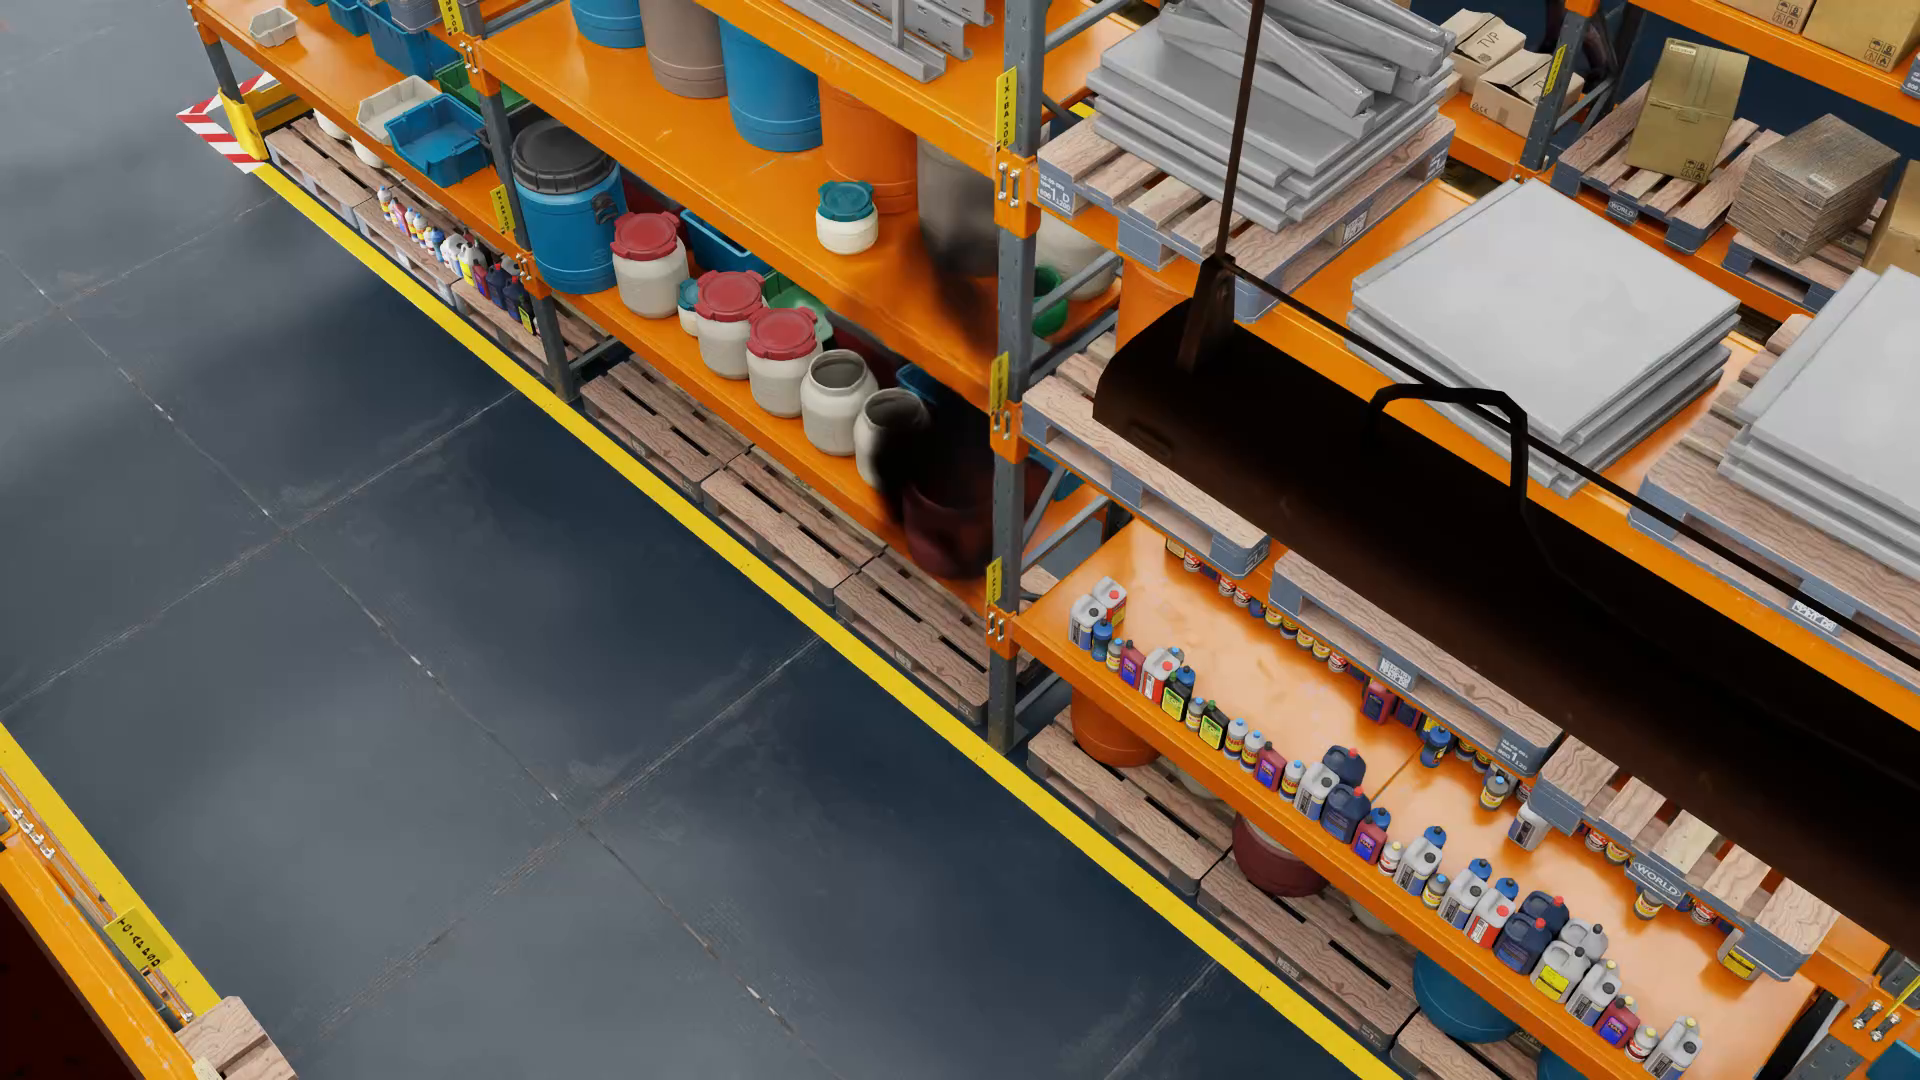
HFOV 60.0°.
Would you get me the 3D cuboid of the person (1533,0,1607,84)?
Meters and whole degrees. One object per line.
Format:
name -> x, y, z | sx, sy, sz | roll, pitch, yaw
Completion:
person -> 4.912, -4.325, 12.920 | 0.795, 1.769, 0.635 | 33, 57, 24
